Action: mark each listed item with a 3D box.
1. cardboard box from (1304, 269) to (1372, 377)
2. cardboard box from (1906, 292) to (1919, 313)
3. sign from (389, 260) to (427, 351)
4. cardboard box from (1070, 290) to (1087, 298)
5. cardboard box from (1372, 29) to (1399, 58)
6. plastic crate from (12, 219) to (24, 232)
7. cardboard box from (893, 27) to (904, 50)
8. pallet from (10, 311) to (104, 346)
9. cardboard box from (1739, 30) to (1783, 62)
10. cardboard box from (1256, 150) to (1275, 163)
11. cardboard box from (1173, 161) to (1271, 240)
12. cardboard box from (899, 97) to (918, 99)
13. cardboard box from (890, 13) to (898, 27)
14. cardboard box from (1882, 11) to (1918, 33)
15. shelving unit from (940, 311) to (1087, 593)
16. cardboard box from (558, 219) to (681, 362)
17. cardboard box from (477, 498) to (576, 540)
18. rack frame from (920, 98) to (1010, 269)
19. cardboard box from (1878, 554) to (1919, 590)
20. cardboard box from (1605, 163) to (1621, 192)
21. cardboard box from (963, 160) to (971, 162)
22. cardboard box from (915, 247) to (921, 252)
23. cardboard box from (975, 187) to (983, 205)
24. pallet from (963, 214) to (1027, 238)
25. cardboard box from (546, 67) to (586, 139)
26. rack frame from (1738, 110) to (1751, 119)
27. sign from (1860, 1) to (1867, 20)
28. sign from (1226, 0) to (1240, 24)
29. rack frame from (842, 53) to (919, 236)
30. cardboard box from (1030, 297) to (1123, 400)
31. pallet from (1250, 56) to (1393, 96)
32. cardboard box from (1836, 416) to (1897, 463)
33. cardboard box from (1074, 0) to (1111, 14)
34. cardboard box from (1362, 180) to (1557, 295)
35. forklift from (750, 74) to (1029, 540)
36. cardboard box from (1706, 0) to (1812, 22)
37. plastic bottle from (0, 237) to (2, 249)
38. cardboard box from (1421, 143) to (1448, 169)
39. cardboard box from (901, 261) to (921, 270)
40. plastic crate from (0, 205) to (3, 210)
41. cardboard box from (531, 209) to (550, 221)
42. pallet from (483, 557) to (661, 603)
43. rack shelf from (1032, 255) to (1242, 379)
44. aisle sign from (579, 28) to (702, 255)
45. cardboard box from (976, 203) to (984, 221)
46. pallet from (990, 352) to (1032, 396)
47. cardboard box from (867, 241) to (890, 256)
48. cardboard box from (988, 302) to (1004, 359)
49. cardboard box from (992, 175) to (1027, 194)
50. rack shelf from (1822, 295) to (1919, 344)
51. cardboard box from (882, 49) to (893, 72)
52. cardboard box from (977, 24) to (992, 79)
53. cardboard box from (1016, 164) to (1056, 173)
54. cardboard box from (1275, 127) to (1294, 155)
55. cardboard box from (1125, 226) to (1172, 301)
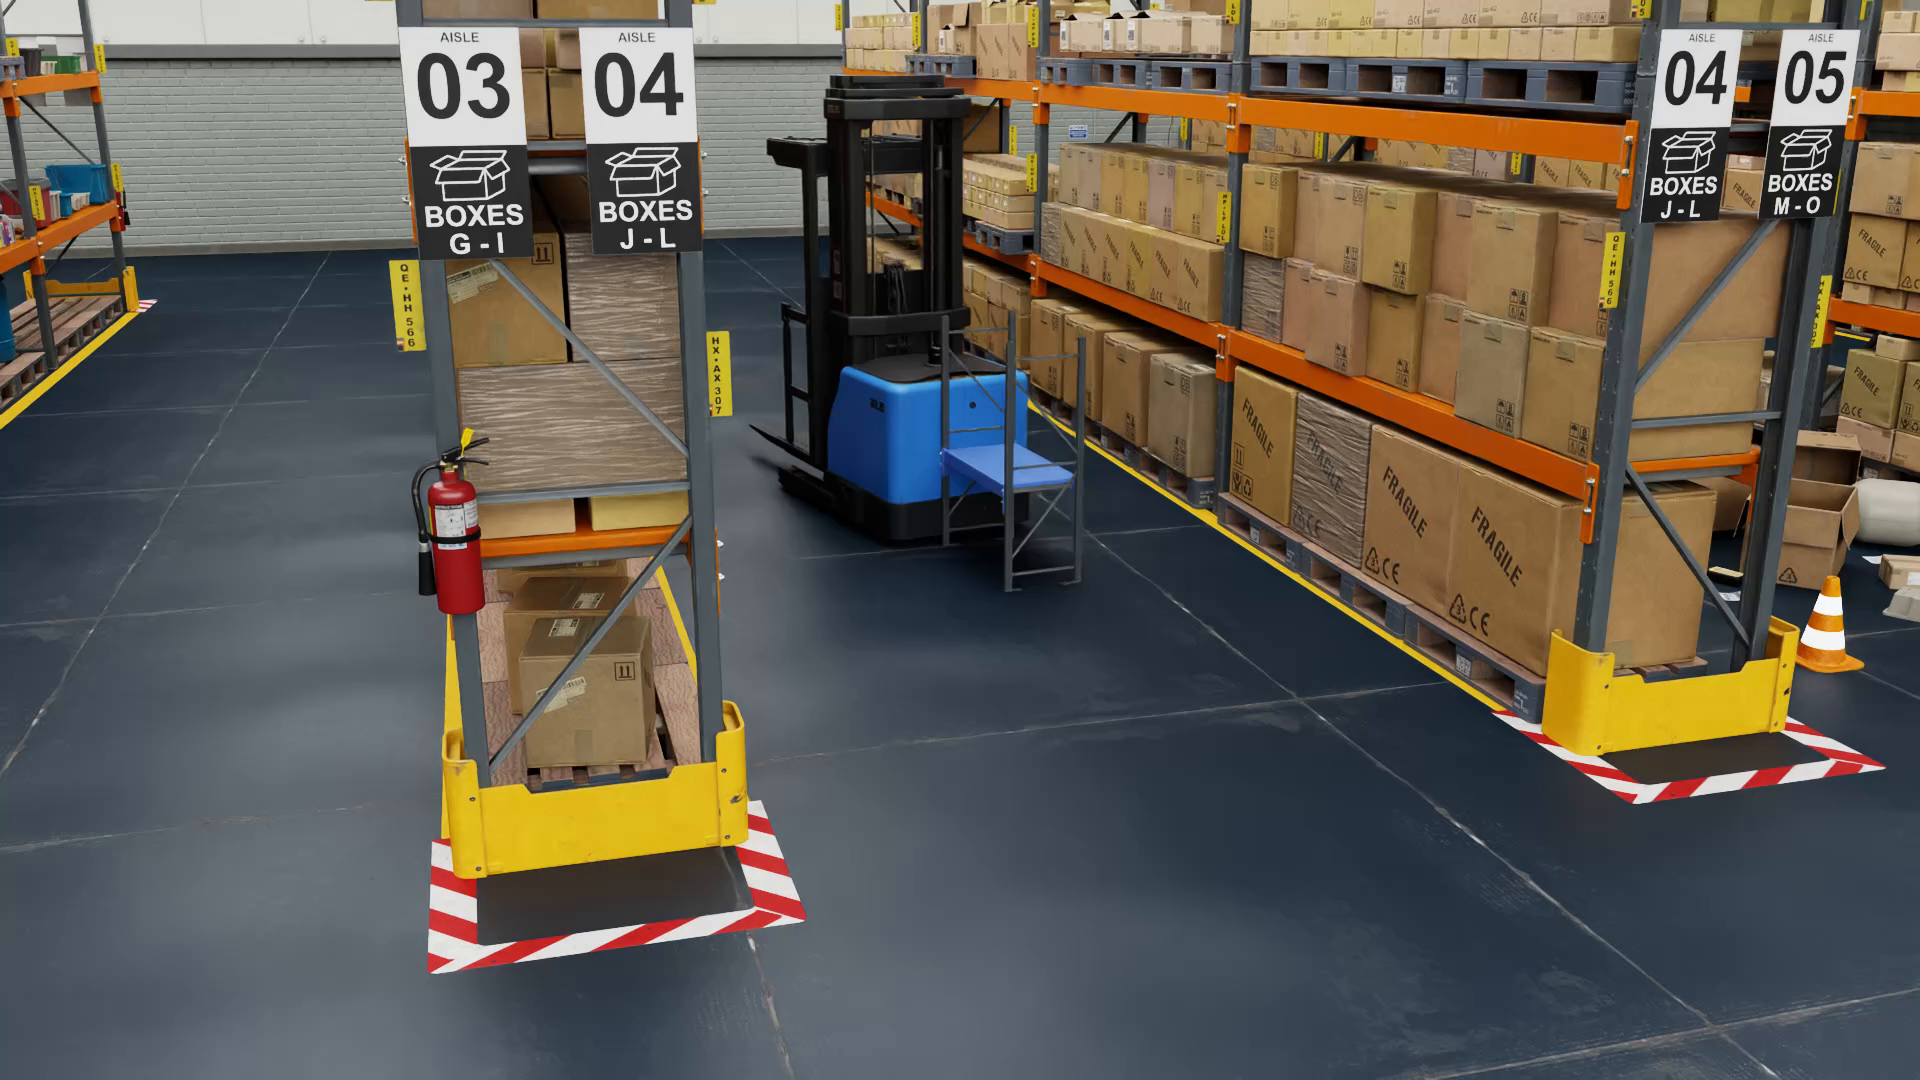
[{"bbox_3d":[2.573,-1.307,9.828,0.875,0.550,0.550,-5,17,-15],"label":"cardboard box"},{"bbox_3d":[6.983,-1.695,11.817,0.380,0.149,0.250,-5,17,-16],"label":"cardboard box"},{"bbox_3d":[-1.985,-0.842,5.980,0.100,0.325,0.005,-5,17,-15],"label":"sign"},{"bbox_3d":[1.196,-2.325,15.789,0.500,0.250,0.500,-6,18,-18],"label":"cardboard box"},{"bbox_3d":[2.443,-2.662,8.920,0.380,0.149,0.250,-4,17,-15],"label":"cardboard box"},{"bbox_3d":[-9.496,-3.145,16.562,0.396,0.136,0.243,-5,17,-15],"label":"plastic crate"},{"bbox_3d":[-0.450,-5.715,18.941,0.500,0.250,0.500,-5,18,-18],"label":"cardboard box"},{"bbox_3d":[-10.084,-2.305,18.260,1.003,0.211,1.213,-5,17,-15],"label":"pallet"},{"bbox_3d":[3.565,-2.224,7.462,0.380,0.149,0.250,-5,17,-15],"label":"cardboard box"},{"bbox_3d":[4.113,-4.713,21.255,0.500,0.500,0.500,-5,17,-16],"label":"cardboard box"},{"bbox_3d":[1.966,-2.451,11.986,0.700,0.500,0.500,-5,17,-16],"label":"cardboard box"},{"bbox_3d":[-0.542,-5.387,21.242,0.500,0.500,0.500,-5,18,-17],"label":"cardboard box"},{"bbox_3d":[-0.590,-6.006,19.217,0.380,0.149,0.250,-5,18,-17],"label":"cardboard box"},{"bbox_3d":[6.756,-3.650,11.725,0.380,0.149,0.250,-5,17,-16],"label":"cardboard box"},{"bbox_3d":[0.307,-0.571,10.244,0.538,1.500,1.048,-7,18,-21],"label":"shelving unit"},{"bbox_3d":[-1.335,-1.018,6.697,0.500,0.500,0.500,-5,17,-15],"label":"cardboard box"},{"bbox_3d":[-1.722,-0.117,6.564,0.380,0.149,0.250,-5,17,-15],"label":"cardboard box"},{"bbox_3d":[0.053,-3.858,18.582,1.000,3.000,0.127,-5,17,-15],"label":"rack frame"},{"bbox_3d":[5.781,0.205,10.013,0.380,0.149,0.250,4,17,13],"label":"cardboard box"},{"bbox_3d":[6.088,-3.130,14.736,0.500,0.500,0.500,-4,17,-14],"label":"cardboard box"},{"bbox_3d":[-0.064,-3.862,17.266,0.380,0.149,0.250,-5,17,-16],"label":"cardboard box"},{"bbox_3d":[-0.346,-3.595,20.897,0.380,0.149,0.250,-5,18,-17],"label":"cardboard box"},{"bbox_3d":[0.361,-3.291,15.884,0.380,0.149,0.250,-5,17,-15],"label":"cardboard box"},{"bbox_3d":[0.569,-3.204,16.738,1.003,0.211,1.213,-5,17,-15],"label":"pallet"},{"bbox_3d":[-1.330,-1.693,6.421,0.500,0.250,0.500,-4,17,-14],"label":"cardboard box"},{"bbox_3d":[9.557,-4.671,21.288,1.000,3.000,0.127,-5,17,-15],"label":"rack frame"},{"bbox_3d":[6.451,-3.893,11.899,0.100,0.325,0.005,-5,17,-15],"label":"sign"},{"bbox_3d":[1.733,-3.435,10.512,0.100,0.325,0.005,-5,17,-15],"label":"sign"},{"bbox_3d":[-1.046,-4.965,22.265,1.000,3.000,0.127,-5,17,-15],"label":"rack frame"},{"bbox_3d":[1.233,-1.700,14.577,1.050,0.750,0.750,-5,17,-16],"label":"cardboard box"},{"bbox_3d":[2.467,-2.812,10.040,1.003,0.211,1.213,-5,17,-15],"label":"pallet"},{"bbox_3d":[6.886,-0.764,12.332,0.500,0.250,0.500,-6,18,-18],"label":"cardboard box"},{"bbox_3d":[1.165,-4.879,15.262,0.396,0.266,0.258,-5,17,-15],"label":"cardboard box"},{"bbox_3d":[2.753,-1.680,9.194,0.875,0.550,0.500,-5,17,-15],"label":"cardboard box"},{"bbox_3d":[-0.674,-1.778,11.776,1.130,2.935,3.031,-9,19,-27],"label":"forklift"},{"bbox_3d":[3.465,-2.449,7.516,0.500,0.250,0.500,-5,17,-15],"label":"cardboard box"},{"bbox_3d":[-8.938,-2.850,15.313,0.144,0.351,0.185,-5,17,-15],"label":"plastic bottle"},{"bbox_3d":[5.212,-4.099,17.473,0.500,0.500,0.500,-5,17,-15],"label":"cardboard box"},{"bbox_3d":[-0.478,-3.192,19.557,0.380,0.149,0.250,-5,17,-16],"label":"cardboard box"},{"bbox_3d":[-10.273,-3.463,17.620,0.293,0.136,0.466,-5,17,-15],"label":"plastic crate"},{"bbox_3d":[-1.977,-1.114,7.019,0.500,0.500,0.500,-5,17,-15],"label":"cardboard box"},{"bbox_3d":[-2.326,0.237,9.795,1.003,0.211,1.213,-5,17,-15],"label":"pallet"},{"bbox_3d":[1.702,-1.854,13.160,1.077,0.370,4.000,-5,17,-15],"label":"rack shelf"},{"bbox_3d":[-1.140,-1.426,5.967,0.394,0.787,0.004,-5,17,-15],"label":"aisle sign"},{"bbox_3d":[0.372,-3.142,15.904,0.380,0.149,0.250,-5,17,-16],"label":"cardboard box"},{"bbox_3d":[0.939,-1.632,16.020,1.003,0.211,1.213,-5,17,-15],"label":"pallet"},{"bbox_3d":[-1.091,-3.767,21.470,0.380,0.149,0.250,-5,17,-15],"label":"cardboard box"},{"bbox_3d":[0.581,-2.061,16.214,0.500,0.500,0.500,-4,17,-13],"label":"cardboard box"},{"bbox_3d":[0.510,-3.286,15.351,0.380,0.149,0.250,-5,17,-16],"label":"cardboard box"},{"bbox_3d":[7.533,-1.167,10.873,1.077,0.370,4.000,-5,17,-15],"label":"rack shelf"},{"bbox_3d":[-0.607,-5.617,19.483,0.500,0.250,0.500,-5,17,-16],"label":"cardboard box"},{"bbox_3d":[0.468,-4.650,15.830,0.500,0.500,0.500,-5,17,-15],"label":"cardboard box"},{"bbox_3d":[0.784,-3.693,16.706,0.380,0.149,0.250,-5,17,-16],"label":"cardboard box"},{"bbox_3d":[4.258,-5.054,20.651,0.500,0.500,0.500,-5,17,-16],"label":"cardboard box"},{"bbox_3d":[1.574,-2.096,12.542,0.500,0.500,0.500,-5,17,-15],"label":"cardboard box"}]
